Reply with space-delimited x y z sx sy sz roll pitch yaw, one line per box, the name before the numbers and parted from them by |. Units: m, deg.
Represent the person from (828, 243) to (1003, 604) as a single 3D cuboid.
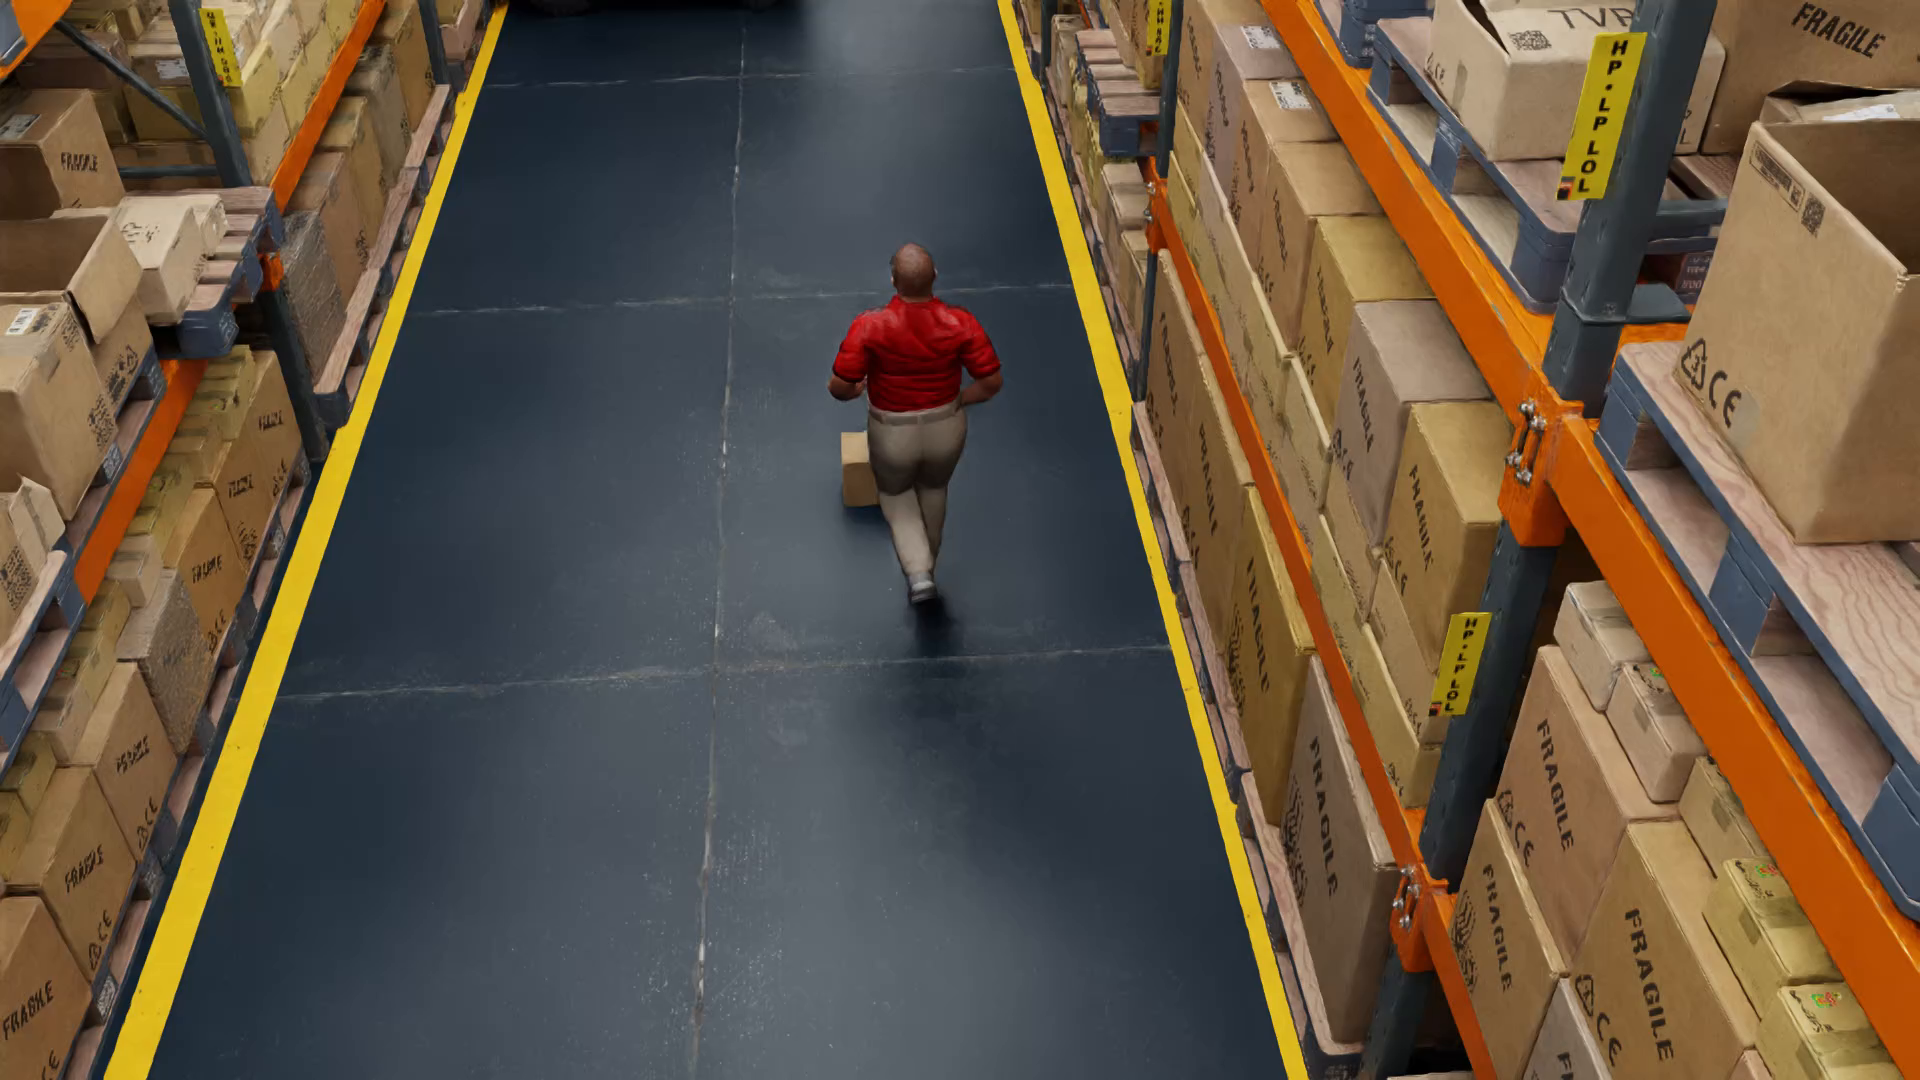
person | -0.186 -0.441 6.734 0.678 1.692 0.637 -5 39 -6
